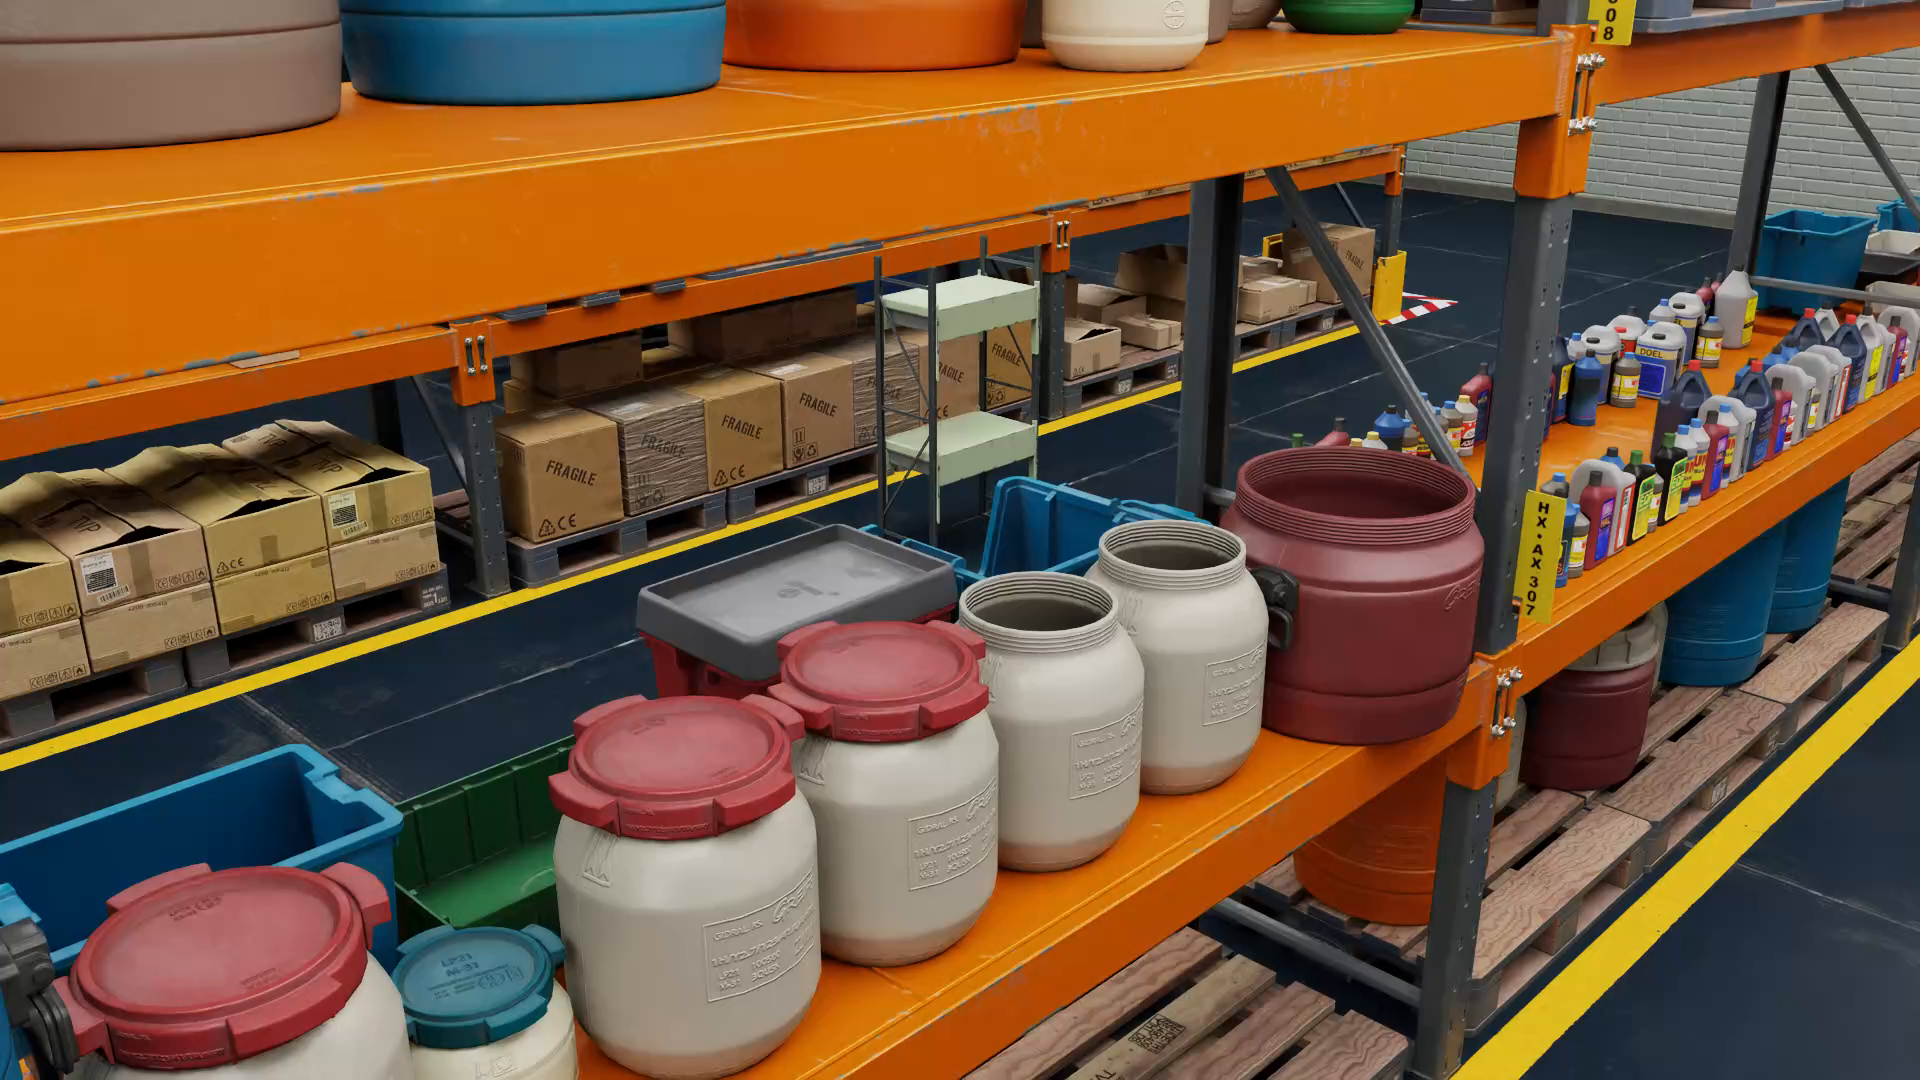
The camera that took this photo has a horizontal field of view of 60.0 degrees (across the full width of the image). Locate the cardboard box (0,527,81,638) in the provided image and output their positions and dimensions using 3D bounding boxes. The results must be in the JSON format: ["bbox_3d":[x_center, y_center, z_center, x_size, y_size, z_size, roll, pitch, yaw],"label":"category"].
[{"bbox_3d":[-3.787,0.157,6.451,0.500,0.311,0.500,-19,28,-41],"label":"cardboard box"}]

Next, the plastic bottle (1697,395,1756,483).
[{"bbox_3d":[2.512,-0.346,5.466,0.152,0.276,0.135,19,28,41],"label":"plastic bottle"}]

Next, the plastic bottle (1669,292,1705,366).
[{"bbox_3d":[2.950,-0.869,6.829,0.152,0.276,0.135,19,28,41],"label":"plastic bottle"}]

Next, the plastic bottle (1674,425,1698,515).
[{"bbox_3d":[2.222,-0.223,5.152,0.097,0.271,0.097,0,21,0],"label":"plastic bottle"}]

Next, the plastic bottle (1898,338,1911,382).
[{"bbox_3d":[3.697,-0.733,6.579,0.097,0.201,0.097,0,21,0],"label":"plastic bottle"}]

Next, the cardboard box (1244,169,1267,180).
[{"bbox_3d":[1.865,-2.787,11.505,0.500,0.500,0.500,19,28,40],"label":"cardboard box"}]

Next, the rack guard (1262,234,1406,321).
[{"bbox_3d":[2.992,-2.128,13.413,1.175,0.500,0.348,19,28,41],"label":"rack guard"}]

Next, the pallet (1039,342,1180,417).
[{"bbox_3d":[0.735,-1.160,11.300,1.003,0.211,1.213,19,28,41],"label":"pallet"}]

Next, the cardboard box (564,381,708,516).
[{"bbox_3d":[-1.652,-0.478,8.507,0.500,0.500,0.500,18,27,39],"label":"cardboard box"}]

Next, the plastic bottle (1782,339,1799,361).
[{"bbox_3d":[3.049,-0.606,6.149,0.097,0.271,0.097,0,21,0],"label":"plastic bottle"}]

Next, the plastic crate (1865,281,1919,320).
[{"bbox_3d":[4.229,-1.034,7.367,0.396,0.136,0.243,19,28,41],"label":"plastic crate"}]

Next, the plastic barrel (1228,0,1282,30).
[{"bbox_3d":[0.575,-1.466,3.871,0.421,0.512,0.421,0,21,0],"label":"plastic barrel"}]

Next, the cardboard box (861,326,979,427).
[{"bbox_3d":[-0.235,-1.001,9.868,0.500,0.500,0.500,19,28,41],"label":"cardboard box"}]

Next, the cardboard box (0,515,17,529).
[{"bbox_3d":[-4.187,0.029,6.783,0.500,0.311,0.500,19,28,40],"label":"cardboard box"}]

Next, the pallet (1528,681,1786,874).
[{"bbox_3d":[2.382,0.760,6.304,1.003,0.211,1.213,19,28,41],"label":"pallet"}]

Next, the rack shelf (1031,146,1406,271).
[{"bbox_3d":[1.650,-2.464,11.807,1.077,0.370,4.000,19,28,41],"label":"rack shelf"}]

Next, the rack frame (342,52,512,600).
[{"bbox_3d":[-2.535,-1.258,7.665,1.000,3.000,0.127,19,28,41],"label":"rack frame"}]

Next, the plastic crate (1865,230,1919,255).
[{"bbox_3d":[4.801,-1.473,8.509,0.293,0.136,0.466,19,28,41],"label":"plastic crate"}]

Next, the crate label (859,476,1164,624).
[{"bbox_3d":[0.124,0.154,3.943,0.502,0.435,0.616,19,28,41],"label":"crate label"}]

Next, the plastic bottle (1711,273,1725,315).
[{"bbox_3d":[3.240,-1.003,7.166,0.061,0.283,0.133,19,28,41],"label":"plastic bottle"}]

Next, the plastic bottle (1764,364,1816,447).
[{"bbox_3d":[2.896,-0.487,5.834,0.152,0.276,0.135,19,28,41],"label":"plastic bottle"}]

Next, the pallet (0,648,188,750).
[{"bbox_3d":[-3.989,0.558,6.829,1.003,0.211,1.213,19,28,41],"label":"pallet"}]

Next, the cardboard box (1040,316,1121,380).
[{"bbox_3d":[0.703,-1.290,10.884,0.500,0.311,0.500,19,28,41],"label":"cardboard box"}]

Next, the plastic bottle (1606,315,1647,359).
[{"bbox_3d":[2.560,-0.726,6.454,0.152,0.276,0.135,19,28,41],"label":"plastic bottle"}]

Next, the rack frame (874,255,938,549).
[{"bbox_3d":[-0.260,-0.604,8.056,0.400,1.500,0.023,19,28,41],"label":"rack frame"}]

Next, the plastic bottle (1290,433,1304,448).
[{"bbox_3d":[0.988,-0.173,5.007,0.061,0.283,0.133,19,28,41],"label":"plastic bottle"}]

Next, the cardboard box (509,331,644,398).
[{"bbox_3d":[-2.015,-0.961,8.719,0.500,0.250,0.500,-19,28,-40],"label":"cardboard box"}]

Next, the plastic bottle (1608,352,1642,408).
[{"bbox_3d":[2.500,-0.605,6.244,0.097,0.201,0.097,0,21,0],"label":"plastic bottle"}]

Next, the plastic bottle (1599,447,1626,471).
[{"bbox_3d":[1.924,-0.144,4.948,0.097,0.271,0.097,0,21,0],"label":"plastic bottle"}]

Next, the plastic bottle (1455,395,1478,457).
[{"bbox_3d":[1.718,-0.394,5.697,0.097,0.201,0.097,0,21,0],"label":"plastic bottle"}]

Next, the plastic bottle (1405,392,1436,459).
[{"bbox_3d":[1.514,-0.352,5.489,0.097,0.271,0.097,0,21,0],"label":"plastic bottle"}]

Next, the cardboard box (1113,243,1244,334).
[{"bbox_3d":[1.562,-1.810,11.969,0.797,0.503,0.637,19,28,41],"label":"cardboard box"}]

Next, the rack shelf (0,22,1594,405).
[{"bbox_3d":[-0.384,-0.567,2.691,1.077,0.370,4.000,19,28,41],"label":"rack shelf"}]

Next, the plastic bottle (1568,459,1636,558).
[{"bbox_3d":[1.867,-0.108,4.848,0.152,0.276,0.135,19,28,41],"label":"plastic bottle"}]

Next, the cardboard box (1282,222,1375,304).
[{"bbox_3d":[2.843,-2.151,12.861,0.500,0.500,0.500,19,28,41],"label":"cardboard box"}]

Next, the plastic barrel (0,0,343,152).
[{"bbox_3d":[-1.124,-0.976,2.053,0.600,0.901,0.600,0,21,0],"label":"plastic barrel"}]

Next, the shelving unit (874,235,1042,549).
[{"bbox_3d":[-0.005,-0.698,8.301,0.431,1.500,0.755,19,28,41],"label":"shelving unit"}]

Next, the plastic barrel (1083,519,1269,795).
[{"bbox_3d":[0.446,0.249,3.590,0.421,0.512,0.421,0,21,0],"label":"plastic barrel"}]

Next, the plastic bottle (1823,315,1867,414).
[{"bbox_3d":[3.266,-0.656,6.170,0.144,0.351,0.185,19,28,41],"label":"plastic bottle"}]

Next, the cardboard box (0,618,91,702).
[{"bbox_3d":[-3.794,0.421,6.545,0.500,0.250,0.500,-20,28,-41],"label":"cardboard box"}]

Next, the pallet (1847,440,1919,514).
[{"bbox_3d":[5.138,-0.257,8.950,1.003,0.211,1.213,19,28,41],"label":"pallet"}]

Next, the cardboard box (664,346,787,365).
[{"bbox_3d":[-1.328,-0.865,9.514,0.500,0.500,0.500,18,27,39],"label":"cardboard box"}]

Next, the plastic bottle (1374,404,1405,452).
[{"bbox_3d":[1.378,-0.302,5.359,0.097,0.271,0.097,0,21,0],"label":"plastic bottle"}]

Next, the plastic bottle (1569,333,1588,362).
[{"bbox_3d":[2.297,-0.641,6.240,0.097,0.271,0.097,0,21,0],"label":"plastic bottle"}]

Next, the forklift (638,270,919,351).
[{"bbox_3d":[-1.794,-2.760,11.670,3.031,2.935,1.130,-14,25,-32],"label":"forklift"}]

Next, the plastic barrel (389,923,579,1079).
[{"bbox_3d":[-0.746,0.774,2.572,0.301,0.262,0.301,0,21,0],"label":"plastic barrel"}]

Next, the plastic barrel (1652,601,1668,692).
[{"bbox_3d":[2.458,0.361,6.338,0.421,0.512,0.421,0,21,0],"label":"plastic barrel"}]

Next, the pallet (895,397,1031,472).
[{"bbox_3d":[-0.285,-0.766,10.272,1.003,0.211,1.213,19,28,41],"label":"pallet"}]
